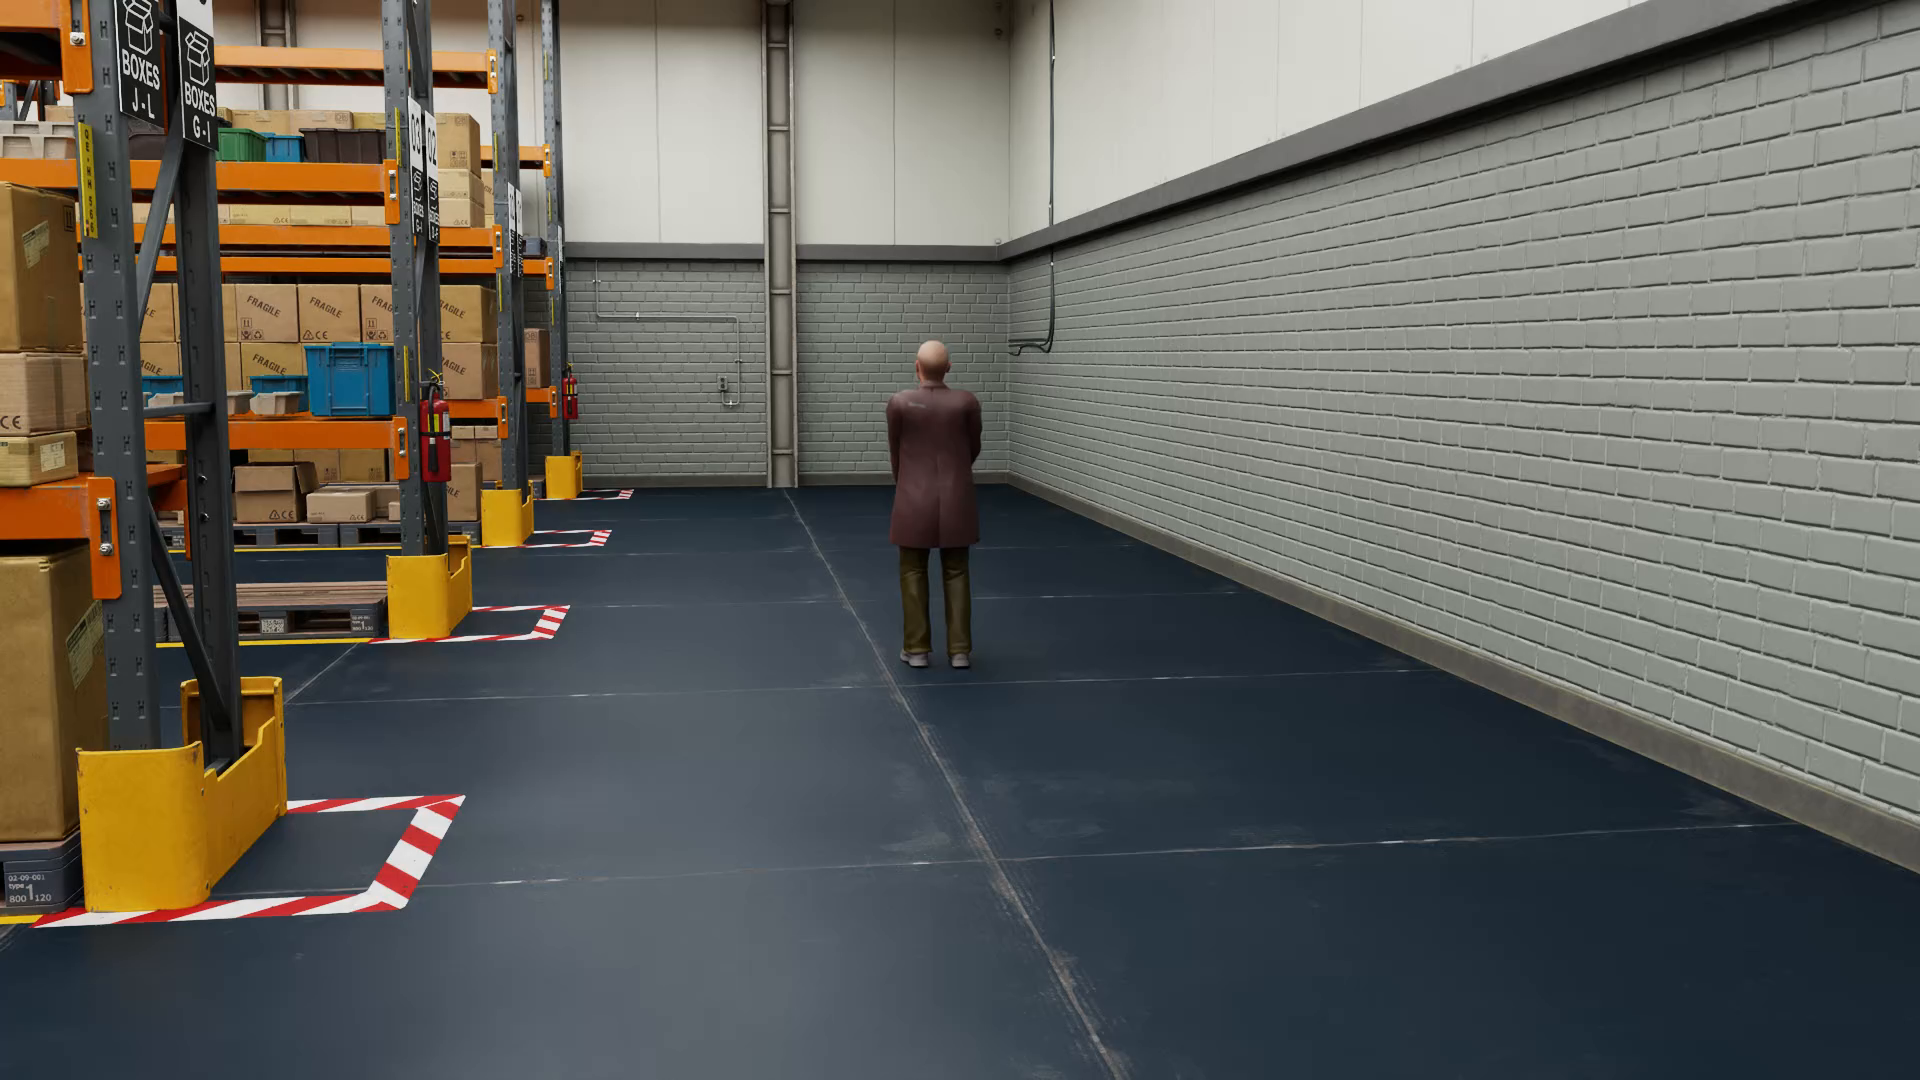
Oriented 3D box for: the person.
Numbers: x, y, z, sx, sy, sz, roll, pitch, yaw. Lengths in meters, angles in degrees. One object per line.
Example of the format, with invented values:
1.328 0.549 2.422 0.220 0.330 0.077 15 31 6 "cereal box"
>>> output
-0.151 -0.196 9.039 0.635 1.772 0.427 -1 6 -11 "person"
